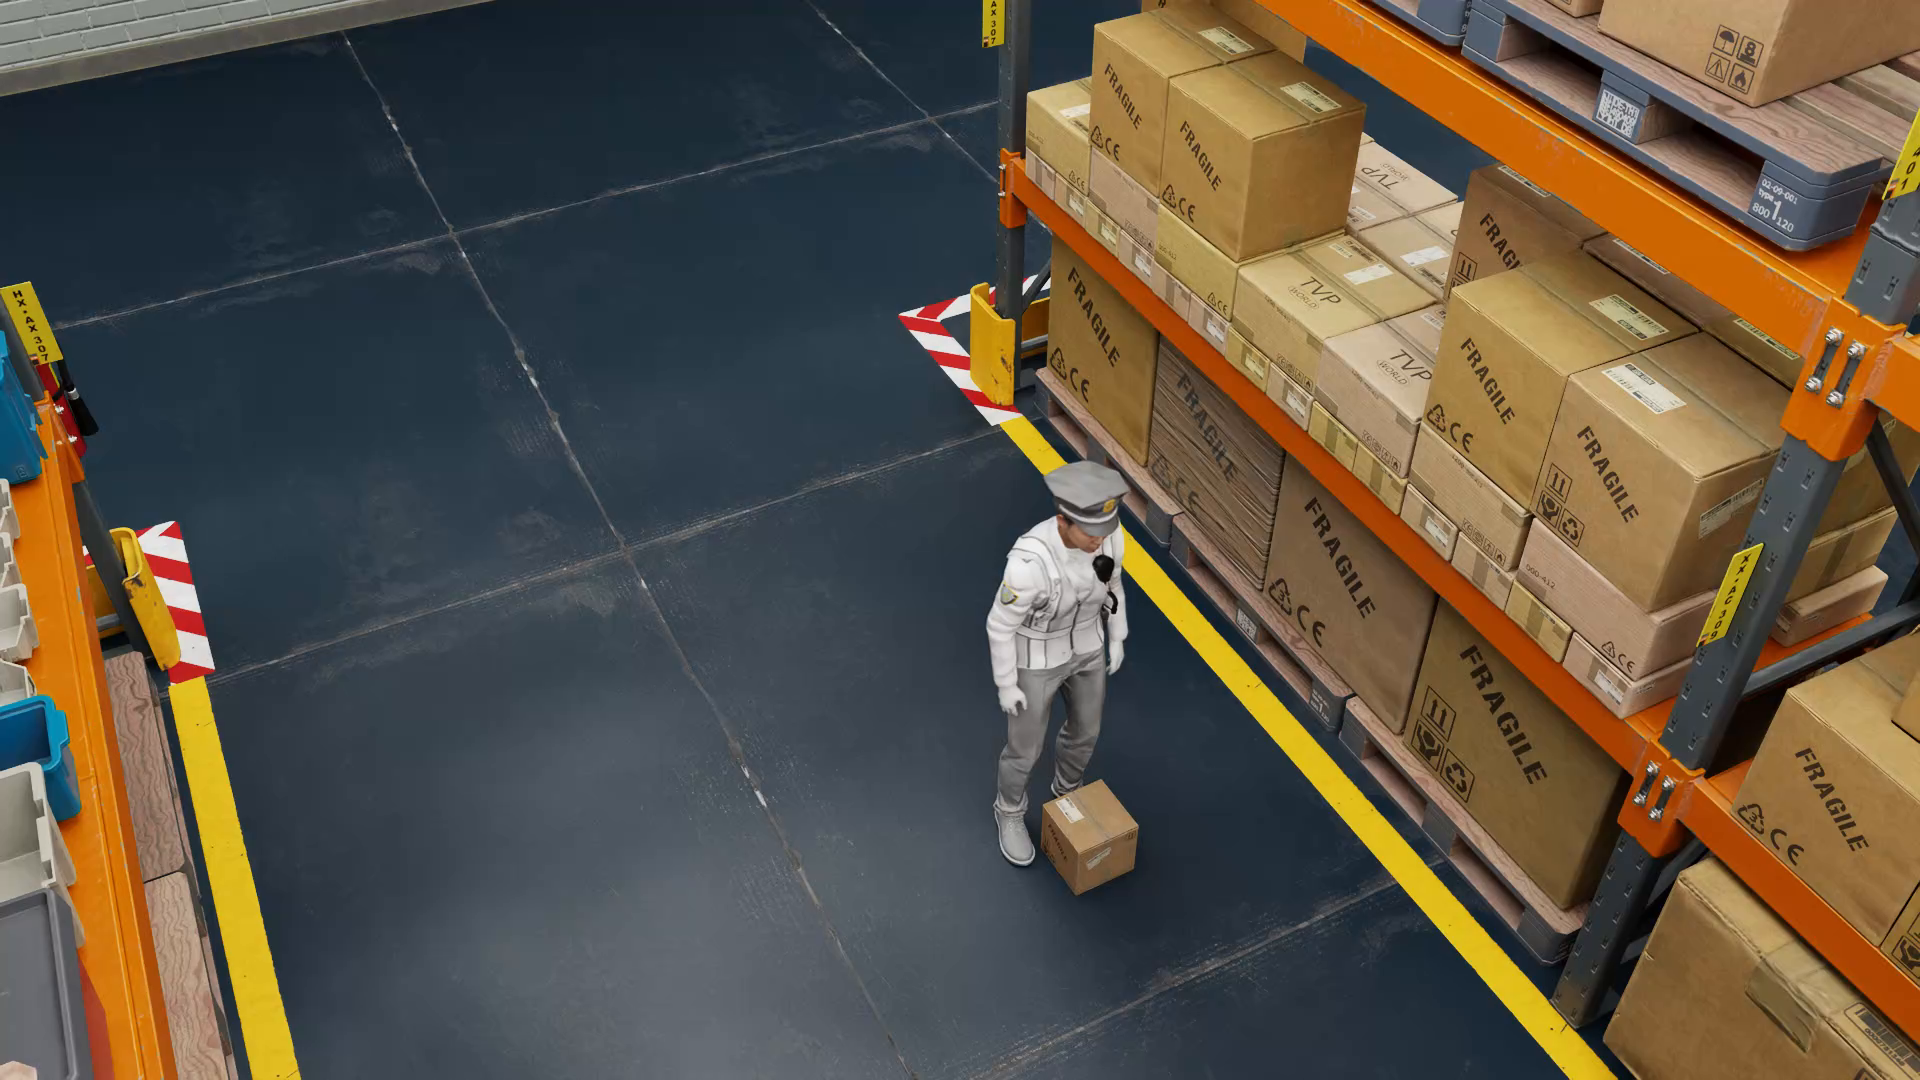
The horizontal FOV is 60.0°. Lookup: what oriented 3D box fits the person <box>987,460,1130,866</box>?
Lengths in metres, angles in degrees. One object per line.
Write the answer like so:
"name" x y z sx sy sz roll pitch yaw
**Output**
"person" 0.342 0.406 5.698 0.521 1.662 0.373 -21 46 -22
